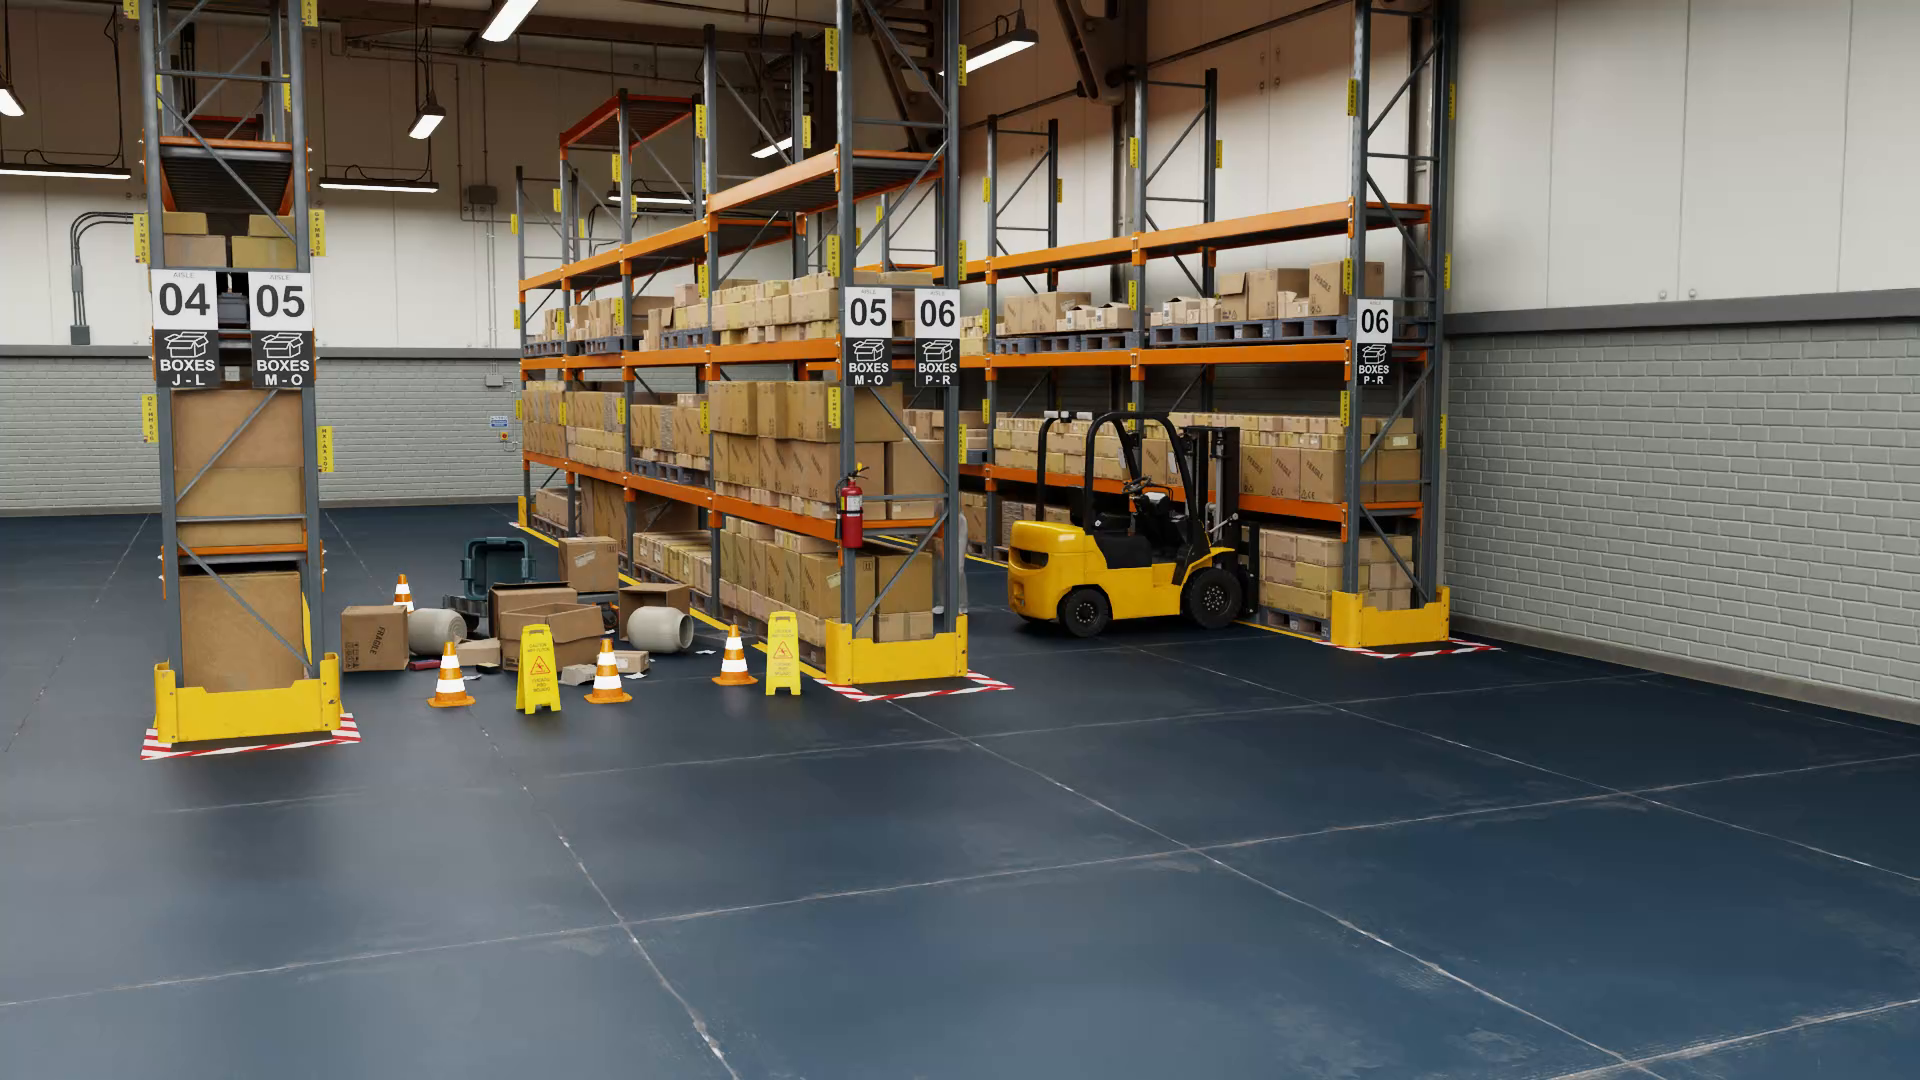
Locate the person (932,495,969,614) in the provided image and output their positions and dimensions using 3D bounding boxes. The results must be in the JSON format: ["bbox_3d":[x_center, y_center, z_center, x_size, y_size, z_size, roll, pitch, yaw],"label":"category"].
[{"bbox_3d":[-0.149,-0.005,17.454,0.408,1.599,0.551,4,7,36],"label":"person"}]
